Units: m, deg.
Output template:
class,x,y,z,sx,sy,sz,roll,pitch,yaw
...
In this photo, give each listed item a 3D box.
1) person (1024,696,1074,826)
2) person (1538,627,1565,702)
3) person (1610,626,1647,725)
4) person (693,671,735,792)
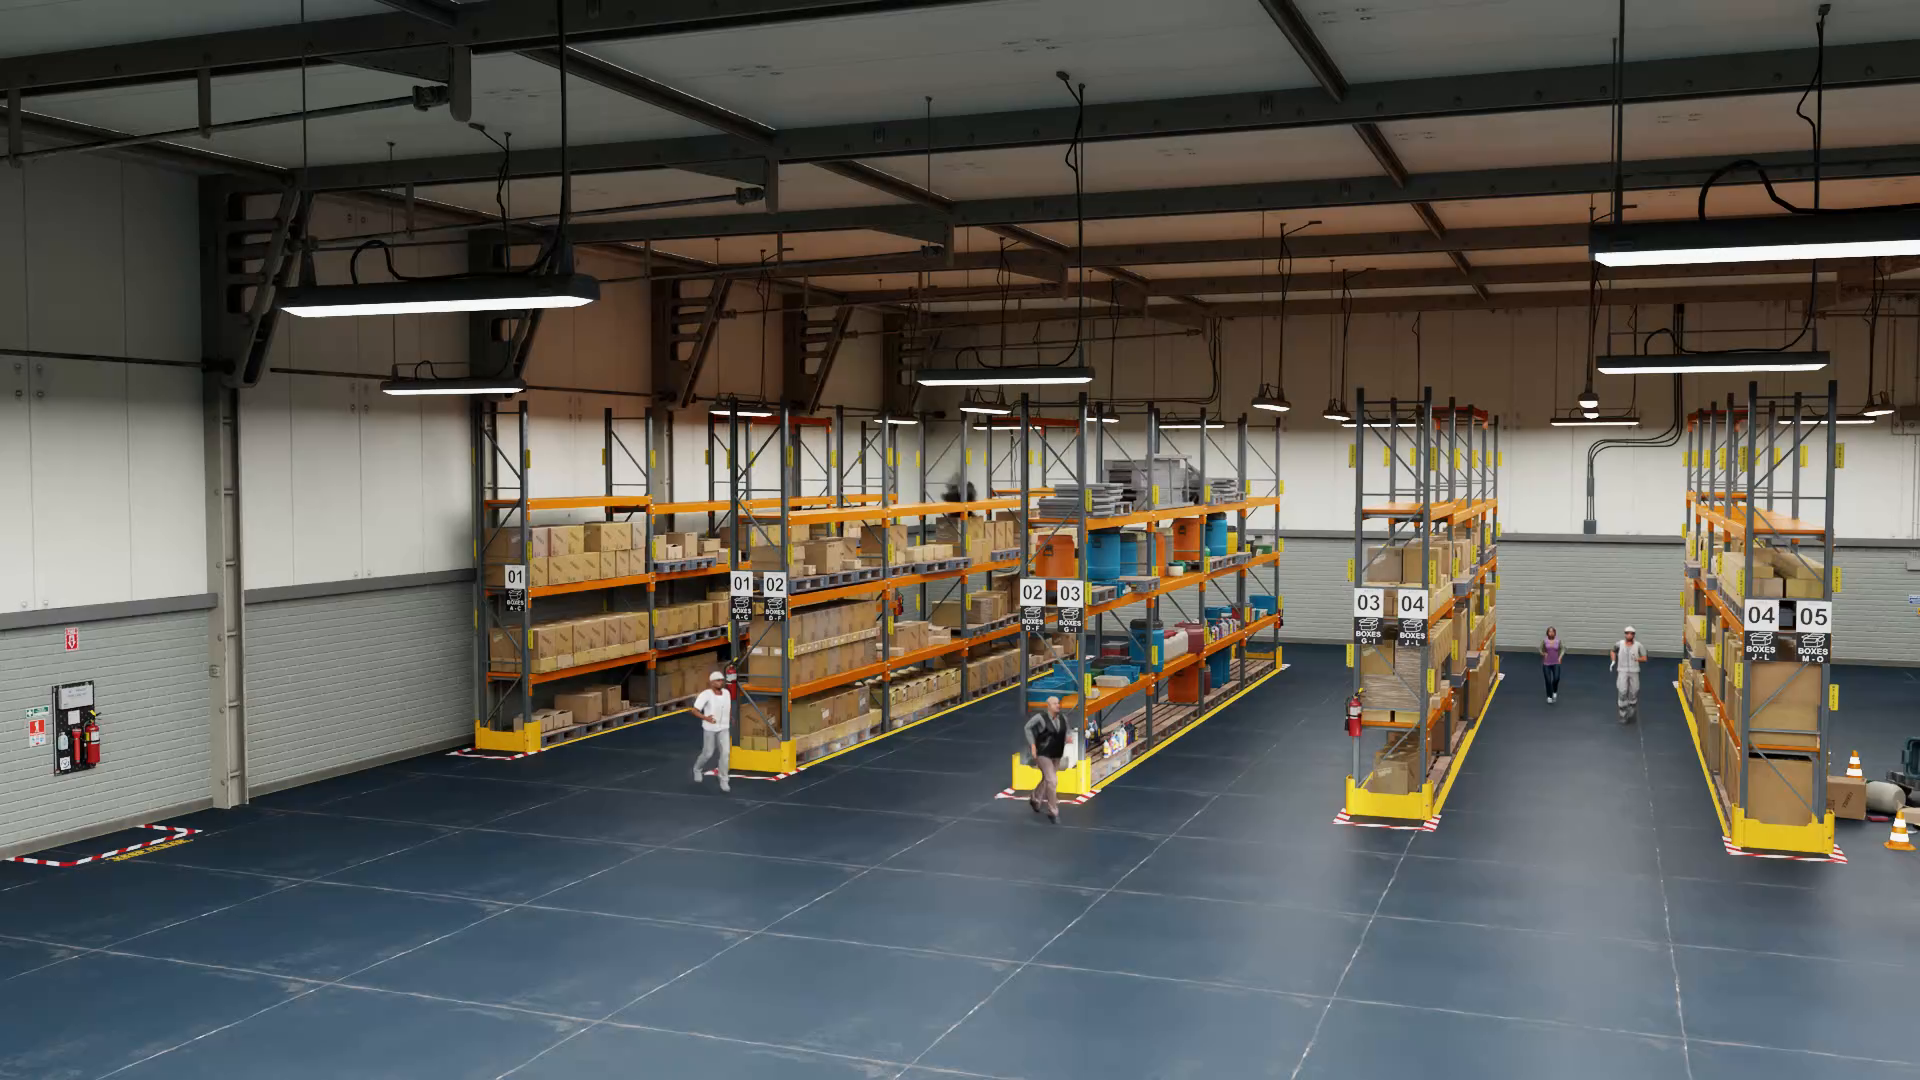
class,x,y,z,sx,sy,sz,roll,pitch,yaw
person,1.232,3.035,23.058,0.596,1.773,0.902,-2,4,-38
person,12.095,2.556,33.988,0.522,1.558,0.555,1,3,16
person,12.702,2.553,31.607,0.655,1.829,0.840,1,3,21
person,-3.706,2.880,25.259,0.738,1.769,0.986,-2,3,-36
